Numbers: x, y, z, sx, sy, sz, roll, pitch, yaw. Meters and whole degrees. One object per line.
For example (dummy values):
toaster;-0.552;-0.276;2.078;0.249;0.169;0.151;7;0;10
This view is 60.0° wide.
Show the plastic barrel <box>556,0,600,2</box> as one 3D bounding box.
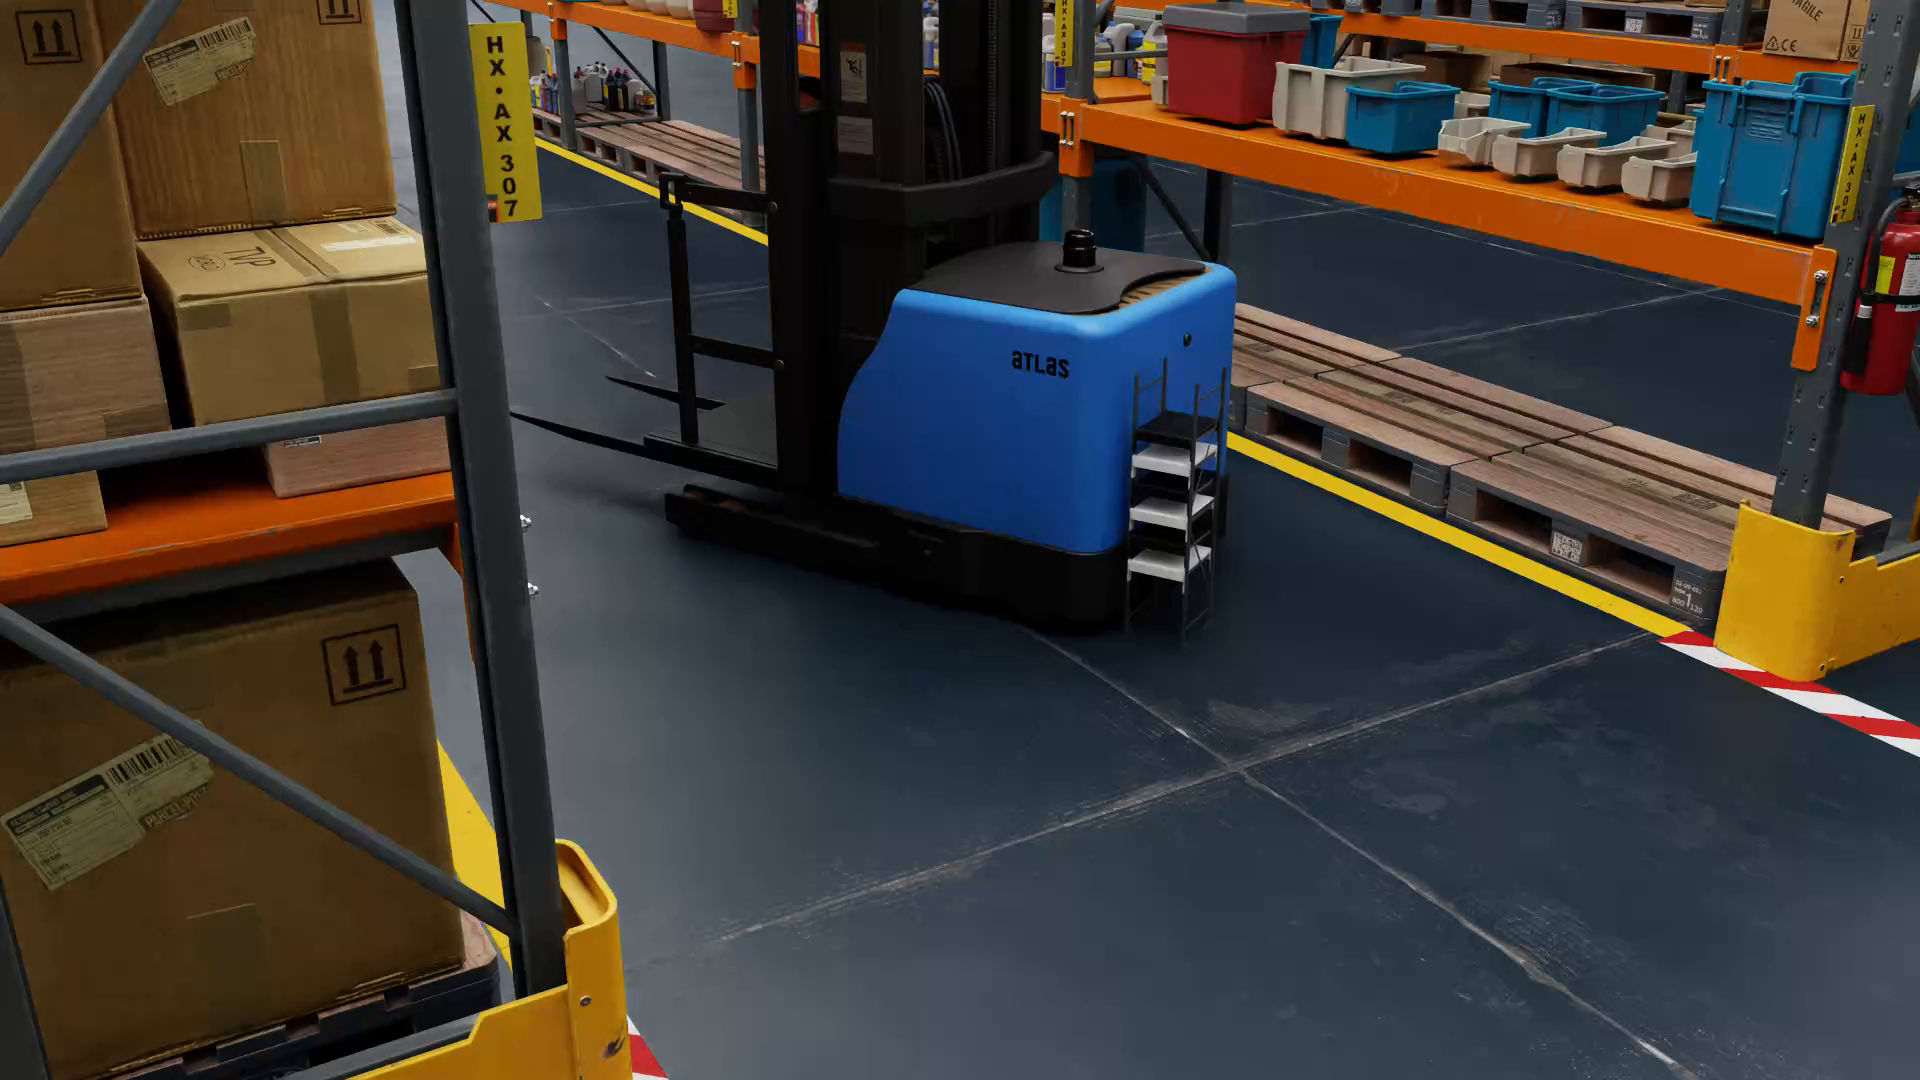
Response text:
plastic barrel;-3.180;-5.041;14.063;0.600;0.901;0.708;-13;25;-28

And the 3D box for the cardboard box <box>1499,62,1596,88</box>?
cardboard box;4.425;-3.436;12.521;0.500;0.250;0.500;-13;26;-29

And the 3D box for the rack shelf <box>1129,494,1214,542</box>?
rack shelf;0.697;-0.088;5.421;0.200;0.077;0.258;13;25;28

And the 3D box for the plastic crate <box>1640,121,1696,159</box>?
plastic crate;2.731;-1.495;6.277;0.250;0.136;0.298;-13;25;-28

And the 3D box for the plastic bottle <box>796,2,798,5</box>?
plastic bottle;-1.130;-3.437;10.949;0.152;0.276;0.135;-13;25;-28

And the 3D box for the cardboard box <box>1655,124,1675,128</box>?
cardboard box;4.732;-2.504;11.224;0.500;0.500;0.500;-13;25;-29

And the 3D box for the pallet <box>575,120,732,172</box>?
pallet;-2.682;-3.453;14.527;1.003;0.211;1.213;-13;25;-28

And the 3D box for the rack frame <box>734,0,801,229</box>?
rack frame;-1.073;-3.697;11.423;1.000;3.000;0.127;-13;25;-28

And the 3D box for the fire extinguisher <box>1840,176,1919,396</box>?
fire extinguisher;2.699;-0.762;4.801;0.296;0.674;0.183;-13;25;-28

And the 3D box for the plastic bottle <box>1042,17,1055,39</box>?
plastic bottle;0.457;-2.838;9.475;0.152;0.276;0.135;-13;25;-28

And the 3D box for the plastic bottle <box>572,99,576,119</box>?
plastic bottle;-3.570;-3.957;15.194;0.097;0.201;0.097;0;22;0

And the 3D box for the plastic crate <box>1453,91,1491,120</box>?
plastic crate;2.118;-1.802;7.031;0.293;0.136;0.466;-13;25;-28

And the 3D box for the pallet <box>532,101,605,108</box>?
pallet;-4.051;-4.321;16.661;1.003;0.211;1.213;-13;25;-28

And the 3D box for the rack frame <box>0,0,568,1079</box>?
rack frame;-1.245;-0.155;2.708;1.000;3.000;0.127;-13;25;-28

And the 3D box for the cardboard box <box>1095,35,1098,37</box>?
cardboard box;1.597;-5.048;17.096;0.500;0.311;0.500;-13;25;-28

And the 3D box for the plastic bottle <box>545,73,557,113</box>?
plastic bottle;-3.791;-4.184;15.554;0.144;0.351;0.185;-14;26;-31

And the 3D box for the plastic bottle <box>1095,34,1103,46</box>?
plastic bottle;0.789;-2.726;9.298;0.097;0.201;0.097;0;22;0

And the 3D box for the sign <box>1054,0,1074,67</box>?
sign;0.496;-2.425;7.927;0.100;0.325;0.005;-13;25;-28

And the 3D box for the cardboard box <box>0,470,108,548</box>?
cardboard box;-1.710;-0.090;2.883;0.380;0.149;0.250;-12;25;-27

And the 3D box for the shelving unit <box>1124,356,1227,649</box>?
shelving unit;0.697;-0.119;5.409;0.210;0.900;0.258;13;25;28

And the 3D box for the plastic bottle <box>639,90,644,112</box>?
plastic bottle;-2.954;-4.120;15.595;0.097;0.201;0.097;0;22;0

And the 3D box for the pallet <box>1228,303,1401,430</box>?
pallet;1.379;-0.880;8.195;1.003;0.211;1.213;-13;25;-28

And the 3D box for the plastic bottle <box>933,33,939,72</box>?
plastic bottle;-0.105;-2.733;9.315;0.097;0.201;0.097;0;22;0

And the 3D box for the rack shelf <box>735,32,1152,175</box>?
rack shelf;-0.052;-2.716;9.966;1.077;0.370;4.000;-13;25;-28

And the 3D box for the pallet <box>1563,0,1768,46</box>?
pallet;4.916;-3.544;11.303;1.003;0.211;1.213;-13;25;-28

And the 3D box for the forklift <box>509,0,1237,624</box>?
forklift;-0.518;-1.491;6.088;3.031;2.935;1.130;14;26;31

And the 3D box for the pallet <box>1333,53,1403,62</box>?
pallet;5.027;-5.816;20.340;1.003;0.211;1.213;-13;25;-28

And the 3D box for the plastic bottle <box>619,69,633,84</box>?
plastic bottle;-3.172;-4.309;15.864;0.144;0.351;0.185;-12;25;-27

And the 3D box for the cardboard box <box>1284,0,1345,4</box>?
cardboard box;3.039;-4.733;14.091;0.500;0.311;0.500;-11;25;-25

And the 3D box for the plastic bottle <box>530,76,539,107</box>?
plastic bottle;-4.036;-4.307;15.957;0.152;0.276;0.135;-12;25;-27

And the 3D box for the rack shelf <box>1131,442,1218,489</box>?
rack shelf;0.697;-0.255;5.353;0.200;0.077;0.258;13;25;28

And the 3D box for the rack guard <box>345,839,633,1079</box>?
rack guard;-1.233;1.011;3.160;1.175;0.500;0.348;-13;25;-28

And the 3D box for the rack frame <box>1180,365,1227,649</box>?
rack frame;0.784;-0.099;5.361;0.006;0.900;0.240;13;25;28

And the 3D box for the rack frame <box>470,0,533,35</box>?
rack frame;-5.160;-6.287;17.794;1.000;3.000;0.127;-13;25;-28

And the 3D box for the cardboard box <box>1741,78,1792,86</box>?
cardboard box;7.706;-4.538;15.789;0.750;0.750;0.750;-13;25;-29

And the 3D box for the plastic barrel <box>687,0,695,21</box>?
plastic barrel;-1.783;-4.041;12.120;0.421;0.512;0.421;0;22;0

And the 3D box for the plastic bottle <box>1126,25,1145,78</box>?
plastic bottle;0.957;-2.652;9.023;0.097;0.271;0.097;0;22;0

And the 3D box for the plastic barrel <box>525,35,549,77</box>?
plastic barrel;-4.502;-4.968;17.297;0.421;0.512;0.421;0;22;0

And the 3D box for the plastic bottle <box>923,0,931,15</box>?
plastic bottle;-0.239;-3.410;10.888;0.097;0.271;0.097;0;22;0

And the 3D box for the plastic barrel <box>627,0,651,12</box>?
plastic barrel;-2.442;-4.465;13.133;0.433;0.535;0.433;0;22;0

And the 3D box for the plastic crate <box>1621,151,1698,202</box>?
plastic crate;2.441;-1.242;5.654;0.396;0.136;0.243;-13;25;-28

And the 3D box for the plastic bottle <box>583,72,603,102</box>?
plastic bottle;-3.600;-4.437;16.277;0.152;0.276;0.135;-13;25;-28

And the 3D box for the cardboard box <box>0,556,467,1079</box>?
cardboard box;-1.641;0.443;3.501;0.875;0.875;0.875;-13;25;-28

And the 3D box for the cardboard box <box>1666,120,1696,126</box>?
cardboard box;5.192;-2.603;11.467;0.500;0.500;0.500;-14;26;-31

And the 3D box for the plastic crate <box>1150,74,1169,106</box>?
plastic crate;1.085;-2.130;7.838;0.396;0.136;0.243;-13;25;-28

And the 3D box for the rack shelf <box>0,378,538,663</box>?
rack shelf;-2.267;-0.469;4.436;1.077;0.370;4.000;-13;25;-28

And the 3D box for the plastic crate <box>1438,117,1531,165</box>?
plastic crate;1.975;-1.516;6.329;0.298;0.136;0.250;-13;25;-28

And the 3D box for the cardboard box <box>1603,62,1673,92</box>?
cardboard box;7.031;-4.871;17.048;0.700;0.500;0.500;-12;25;-27

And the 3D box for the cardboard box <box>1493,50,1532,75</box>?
cardboard box;6.324;-5.377;18.293;0.700;0.500;0.500;-12;25;-28

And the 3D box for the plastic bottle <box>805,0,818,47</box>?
plastic bottle;-0.894;-3.287;10.580;0.152;0.276;0.135;-13;25;-28

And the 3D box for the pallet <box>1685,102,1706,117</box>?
pallet;7.781;-4.041;15.973;1.003;0.211;1.213;-13;25;-28

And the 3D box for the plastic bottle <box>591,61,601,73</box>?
plastic bottle;-3.581;-4.568;16.501;0.144;0.351;0.185;-11;25;-26

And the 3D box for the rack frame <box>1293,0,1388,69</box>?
rack frame;3.187;-4.648;13.764;1.000;3.000;0.127;-13;25;-28

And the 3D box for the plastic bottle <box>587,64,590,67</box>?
plastic bottle;-3.770;-4.687;16.883;0.061;0.283;0.133;-12;25;-27

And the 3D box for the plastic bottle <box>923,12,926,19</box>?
plastic bottle;-0.282;-3.043;9.880;0.144;0.351;0.185;-13;25;-28

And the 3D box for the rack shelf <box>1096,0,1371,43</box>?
rack shelf;2.165;-4.963;15.492;1.077;0.370;4.000;-13;25;-28

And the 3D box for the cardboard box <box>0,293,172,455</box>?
cardboard box;-1.721;-0.329;2.941;0.500;0.250;0.500;-13;26;-29
